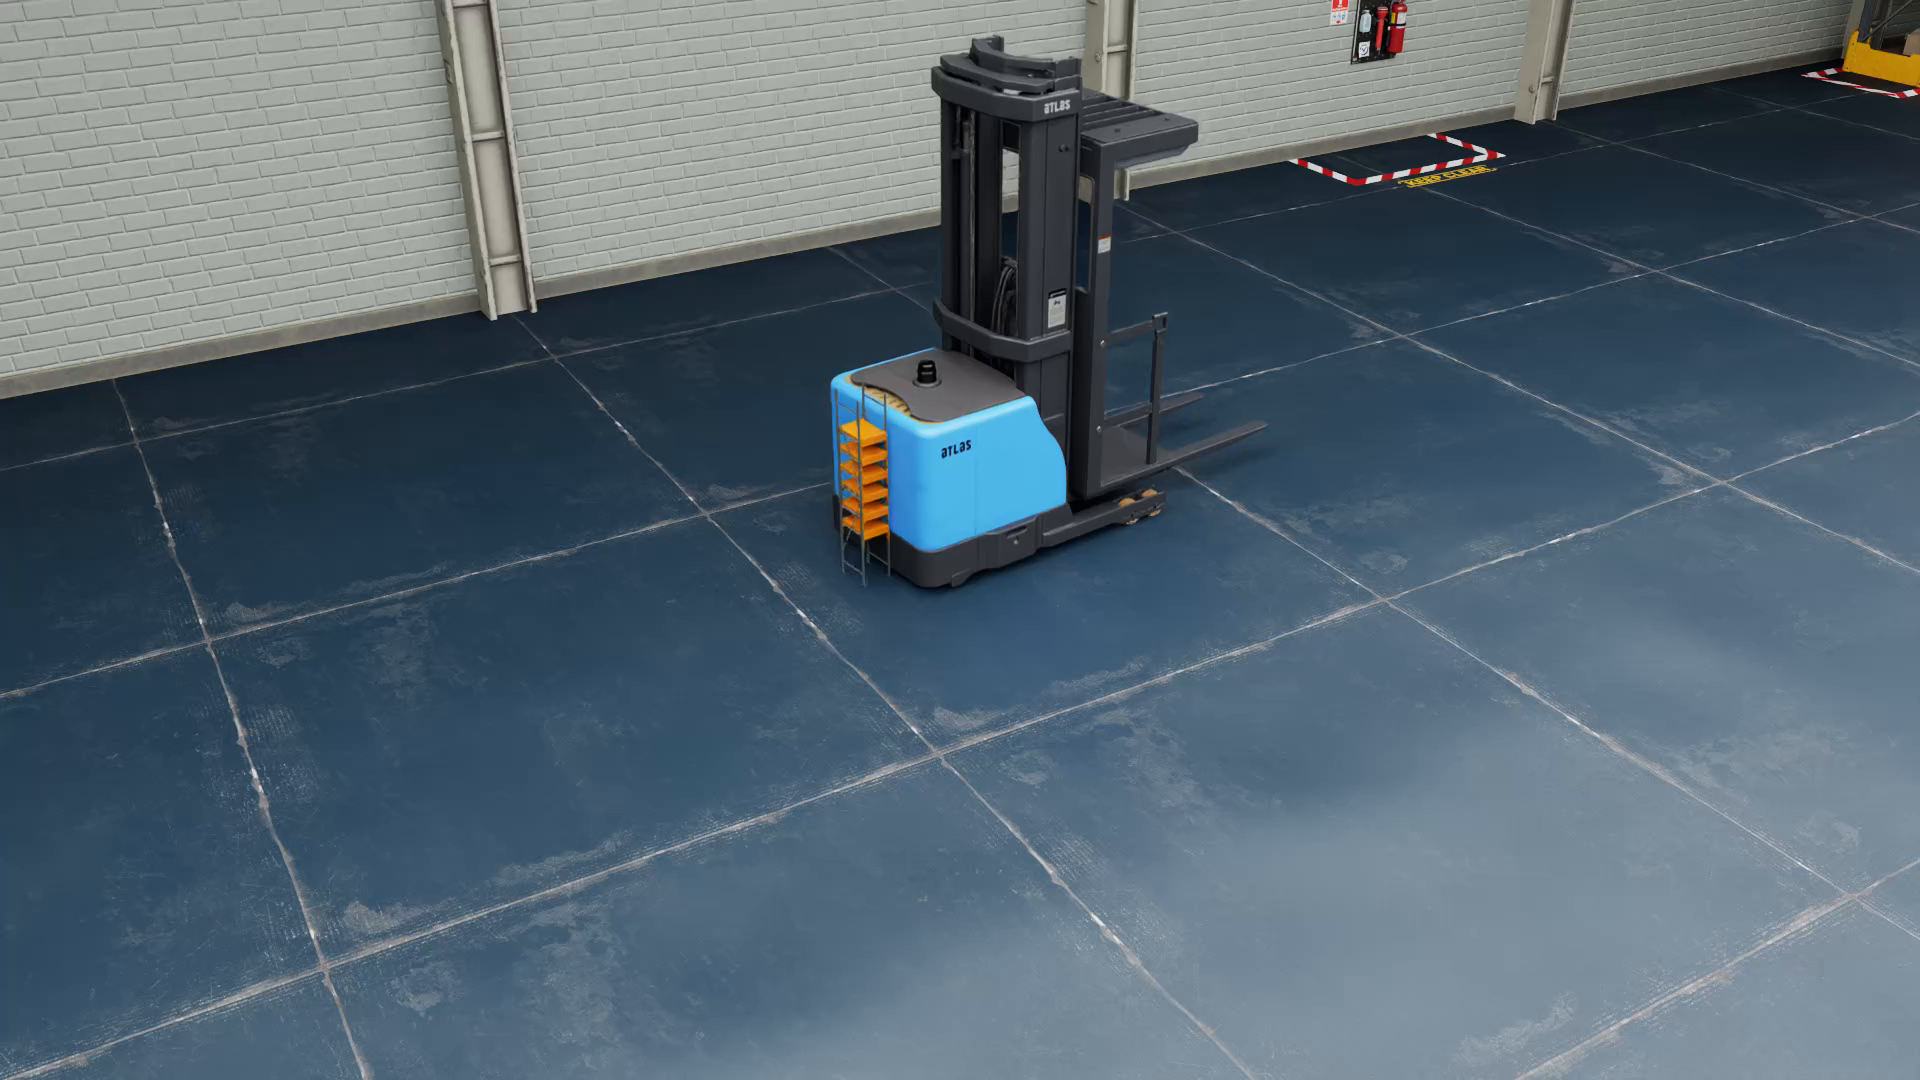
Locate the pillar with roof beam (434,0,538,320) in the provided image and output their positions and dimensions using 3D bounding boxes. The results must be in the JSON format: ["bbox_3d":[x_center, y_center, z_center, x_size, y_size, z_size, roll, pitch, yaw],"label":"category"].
[{"bbox_3d":[-1.566,-4.055,8.382,0.400,9.000,9.100,-16,33,-26],"label":"pillar with roof beam"}]

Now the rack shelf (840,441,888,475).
[{"bbox_3d":[-0.563,-0.488,9.585,0.180,0.103,0.258,-20,35,-32],"label":"rack shelf"}]

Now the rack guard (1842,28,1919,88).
[{"bbox_3d":[11.673,-6.020,20.739,0.348,0.500,1.175,-16,33,-26],"label":"rack guard"}]

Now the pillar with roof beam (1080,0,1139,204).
[{"bbox_3d":[3.607,-5.523,11.043,0.400,9.000,9.100,-16,33,-26],"label":"pillar with roof beam"}]

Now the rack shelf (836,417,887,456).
[{"bbox_3d":[-0.563,-0.593,9.527,0.180,0.103,0.258,-20,35,-32],"label":"rack shelf"}]

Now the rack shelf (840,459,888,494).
[{"bbox_3d":[-0.563,-0.383,9.643,0.180,0.103,0.258,-20,35,-32],"label":"rack shelf"}]

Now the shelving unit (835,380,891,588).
[{"bbox_3d":[-0.563,-0.316,9.680,0.189,1.200,0.258,-20,35,-32],"label":"shelving unit"}]

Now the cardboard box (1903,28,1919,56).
[{"bbox_3d":[12.249,-6.243,20.884,0.500,0.311,0.500,-20,35,-32],"label":"cardboard box"}]

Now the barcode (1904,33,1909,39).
[{"bbox_3d":[12.062,-6.418,21.192,0.075,0.075,0.001,-16,33,-26],"label":"barcode"}]

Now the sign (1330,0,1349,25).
[{"bbox_3d":[3.921,-5.493,17.160,0.234,0.329,0.001,-16,33,-26],"label":"sign"}]

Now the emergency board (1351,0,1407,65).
[{"bbox_3d":[4.450,-5.570,17.336,0.643,1.169,0.194,-16,33,-26],"label":"emergency board"}]

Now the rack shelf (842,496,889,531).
[{"bbox_3d":[-0.563,-0.172,9.759,0.180,0.103,0.258,-20,35,-32],"label":"rack shelf"}]

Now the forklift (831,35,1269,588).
[{"bbox_3d":[0.695,-1.564,10.149,3.031,2.935,1.130,-20,35,-32],"label":"forklift"}]

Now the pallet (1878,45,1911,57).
[{"bbox_3d":[12.391,-6.078,21.143,1.213,0.211,1.003,-16,33,-26],"label":"pallet"}]

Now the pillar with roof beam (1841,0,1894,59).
[{"bbox_3d":[13.953,-8.461,16.366,0.400,9.000,9.100,-16,33,-26],"label":"pillar with roof beam"}]

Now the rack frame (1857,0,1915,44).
[{"bbox_3d":[11.607,-7.096,20.101,0.127,3.000,1.000,-16,33,-26],"label":"rack frame"}]

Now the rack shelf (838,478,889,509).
[{"bbox_3d":[-0.563,-0.278,9.701,0.180,0.103,0.258,-20,35,-32],"label":"rack shelf"}]

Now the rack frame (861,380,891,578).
[{"bbox_3d":[-0.490,-0.343,9.728,0.006,1.200,0.240,-20,35,-32],"label":"rack frame"}]

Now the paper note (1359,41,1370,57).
[{"bbox_3d":[4.262,-5.169,17.523,0.142,0.148,0.016,-16,33,-26],"label":"paper note"}]

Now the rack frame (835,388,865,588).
[{"bbox_3d":[-0.636,-0.290,9.631,0.006,1.200,0.240,-20,35,-32],"label":"rack frame"}]

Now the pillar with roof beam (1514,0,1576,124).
[{"bbox_3d":[8.780,-6.992,13.704,0.400,9.000,9.100,-16,33,-26],"label":"pillar with roof beam"}]

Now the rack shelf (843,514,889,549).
[{"bbox_3d":[-0.563,-0.067,9.817,0.180,0.103,0.258,-20,35,-32],"label":"rack shelf"}]
